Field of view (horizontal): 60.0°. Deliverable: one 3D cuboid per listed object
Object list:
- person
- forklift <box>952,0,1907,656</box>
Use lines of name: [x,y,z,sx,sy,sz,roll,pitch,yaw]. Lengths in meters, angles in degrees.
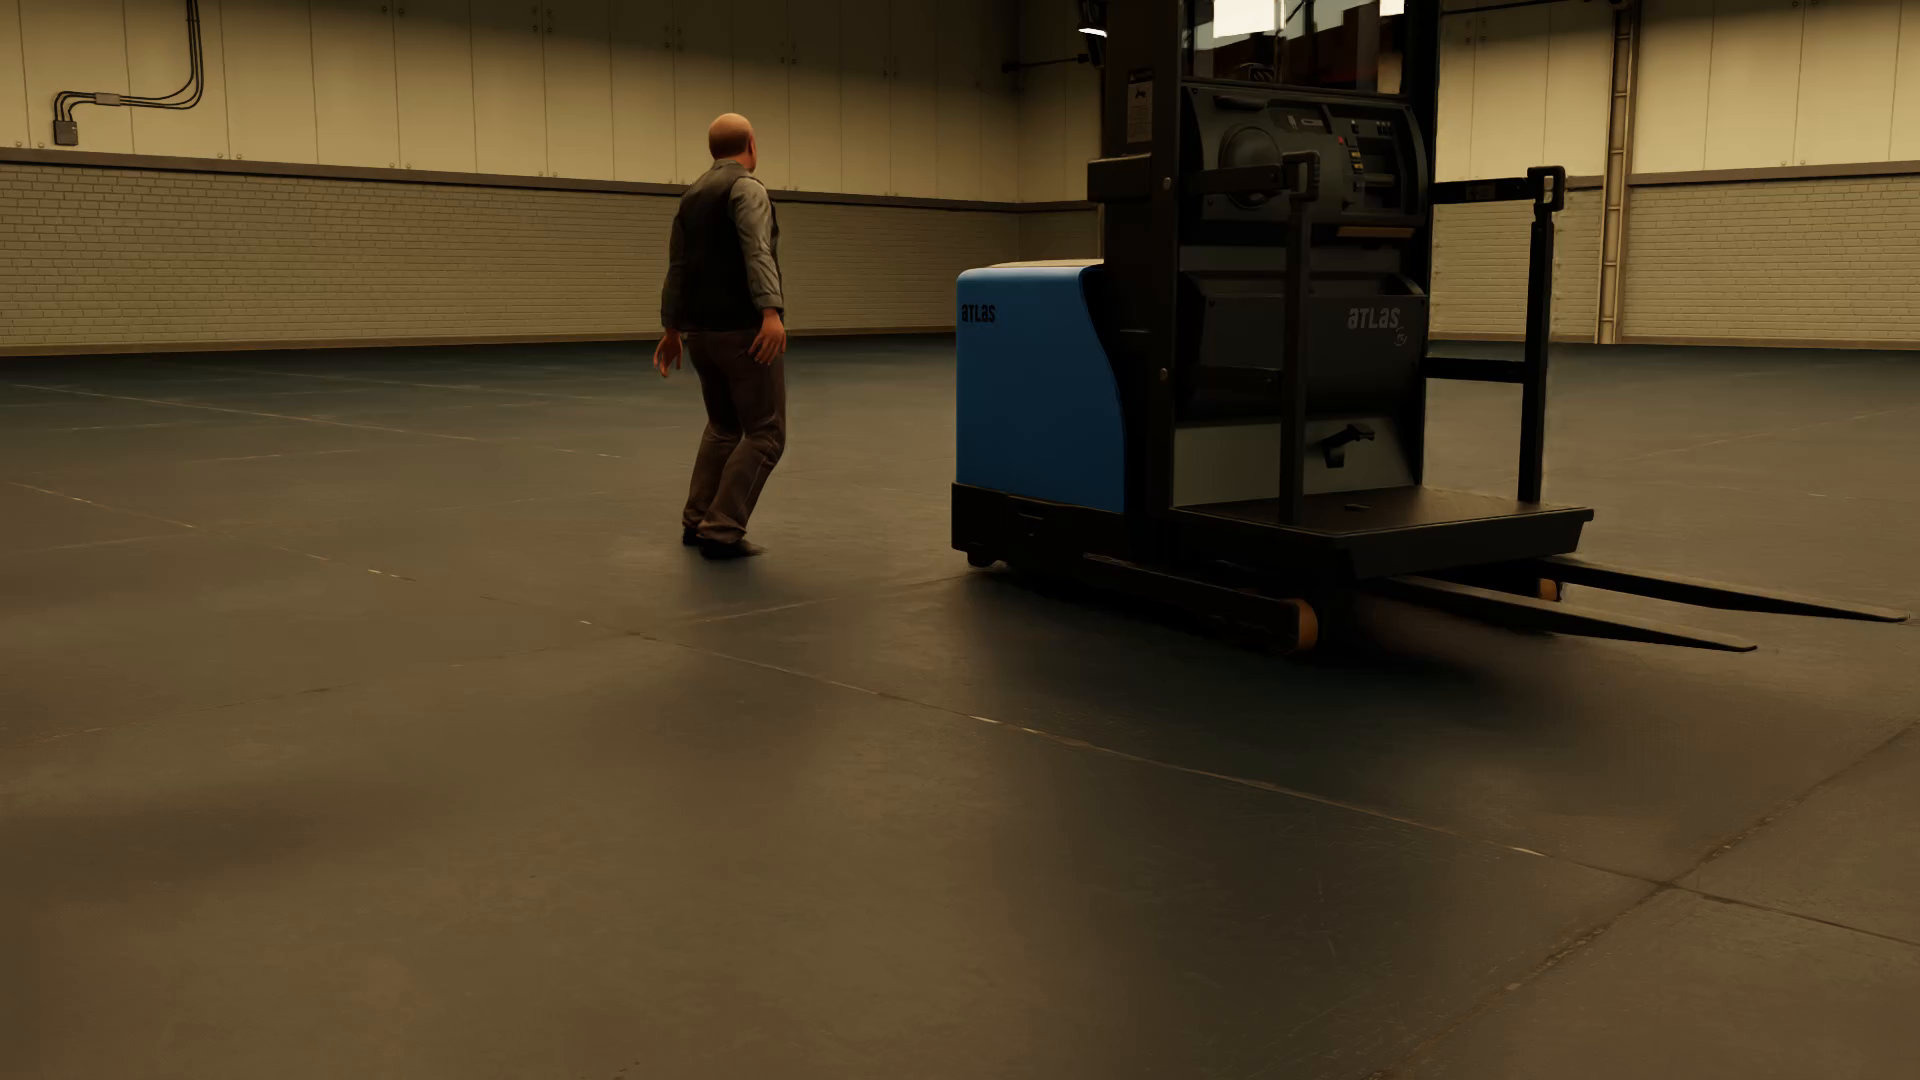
person: [-0.901,-0.776,6.368,0.418,1.694,0.870,-6,11,-36]
forklift: [1.182,-1.207,4.888,1.130,2.935,3.031,-5,10,-32]
